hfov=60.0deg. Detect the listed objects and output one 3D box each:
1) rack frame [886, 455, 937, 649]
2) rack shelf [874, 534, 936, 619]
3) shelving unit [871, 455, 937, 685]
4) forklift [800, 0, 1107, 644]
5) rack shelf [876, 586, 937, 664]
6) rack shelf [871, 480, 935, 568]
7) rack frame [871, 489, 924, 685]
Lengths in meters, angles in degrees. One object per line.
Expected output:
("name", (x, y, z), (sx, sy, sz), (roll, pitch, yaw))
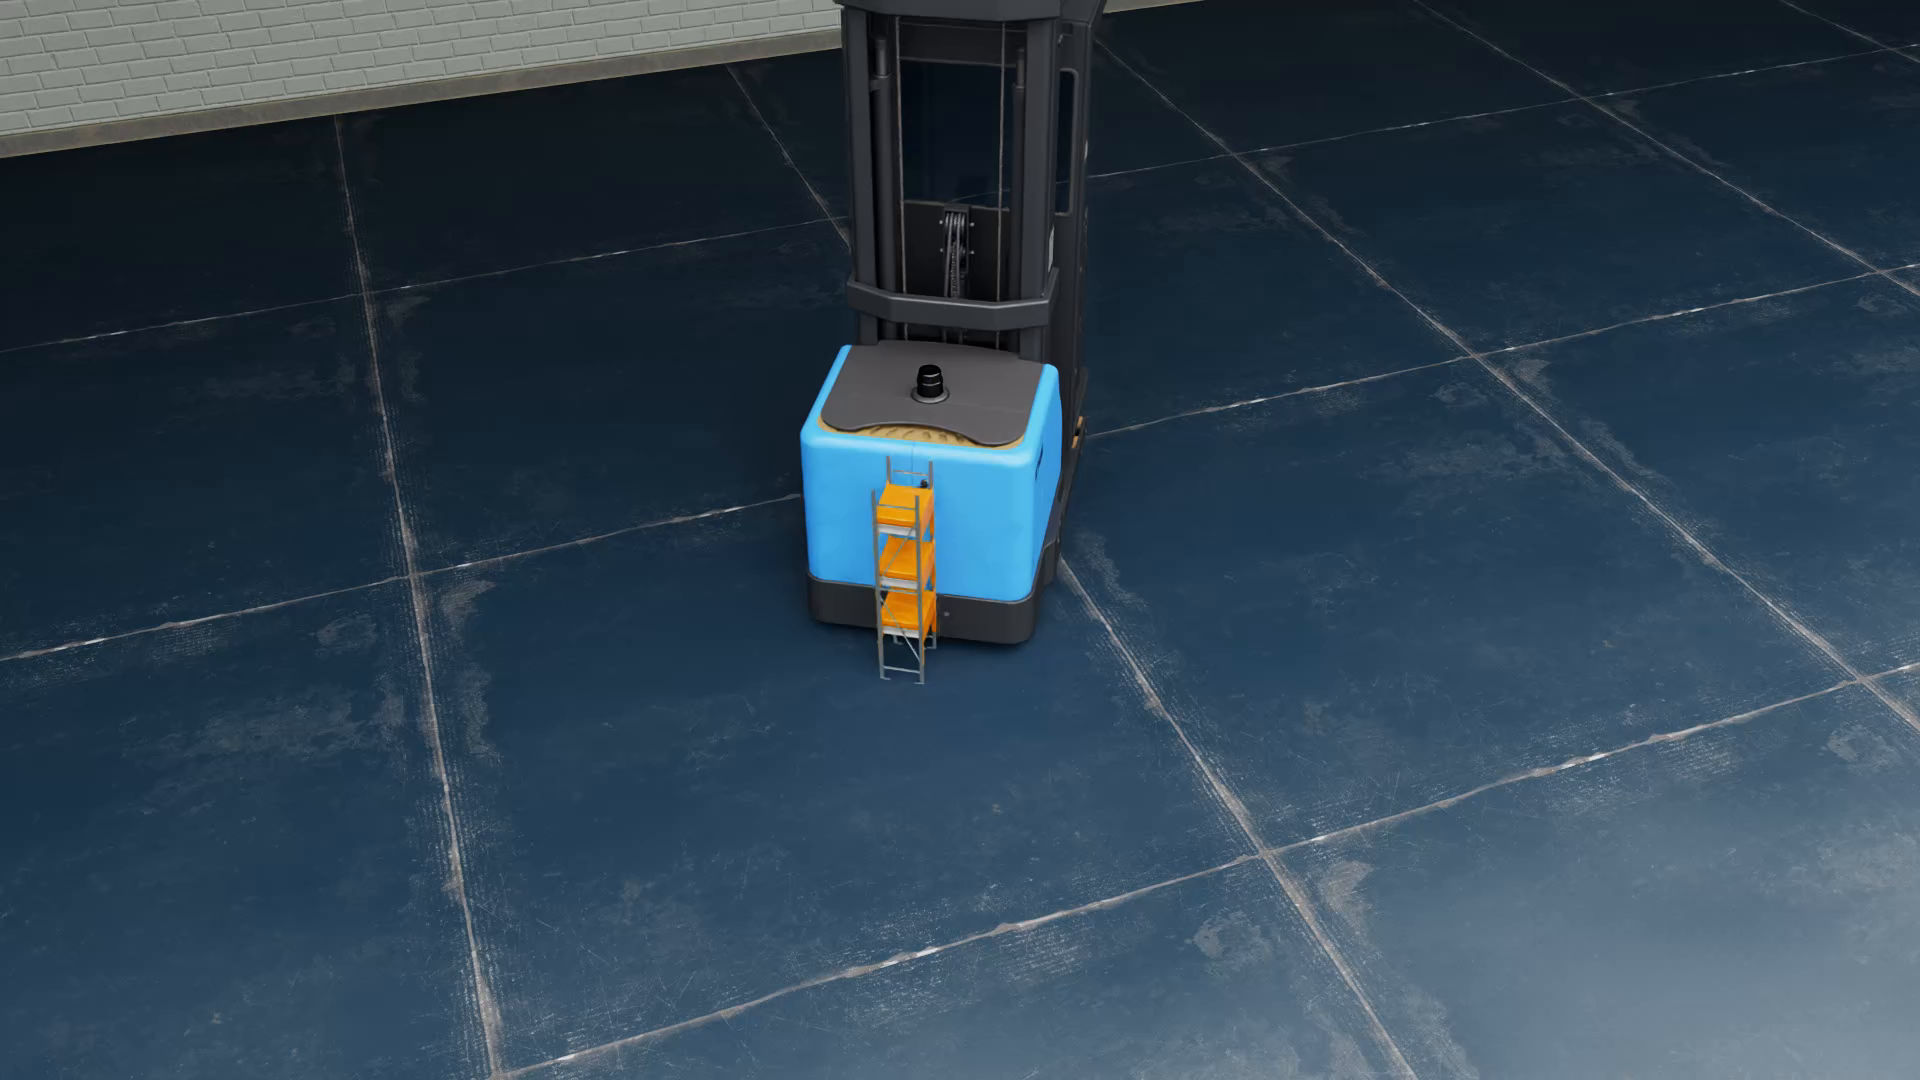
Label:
("rack frame", (-0.208, 0.072, 7.272), (0.200, 1.050, 0.008), (8, 39, 10))
("rack shelf", (-0.235, 0.154, 7.185), (0.215, 0.259, 0.240), (8, 39, 10))
("shelving unit", (-0.235, 0.146, 7.179), (0.215, 1.050, 0.252), (8, 39, 10))
("forklift", (0.074, -1.585, 7.918), (1.130, 2.935, 3.031), (6, 37, 8))
("rack shelf", (-0.233, 0.372, 7.358), (0.215, 0.259, 0.240), (8, 39, 10))
("rack shelf", (-0.236, -0.068, 7.009), (0.215, 0.259, 0.240), (8, 39, 10))
("rack frame", (-0.261, 0.220, 7.085), (0.200, 1.050, 0.008), (8, 39, 10))
